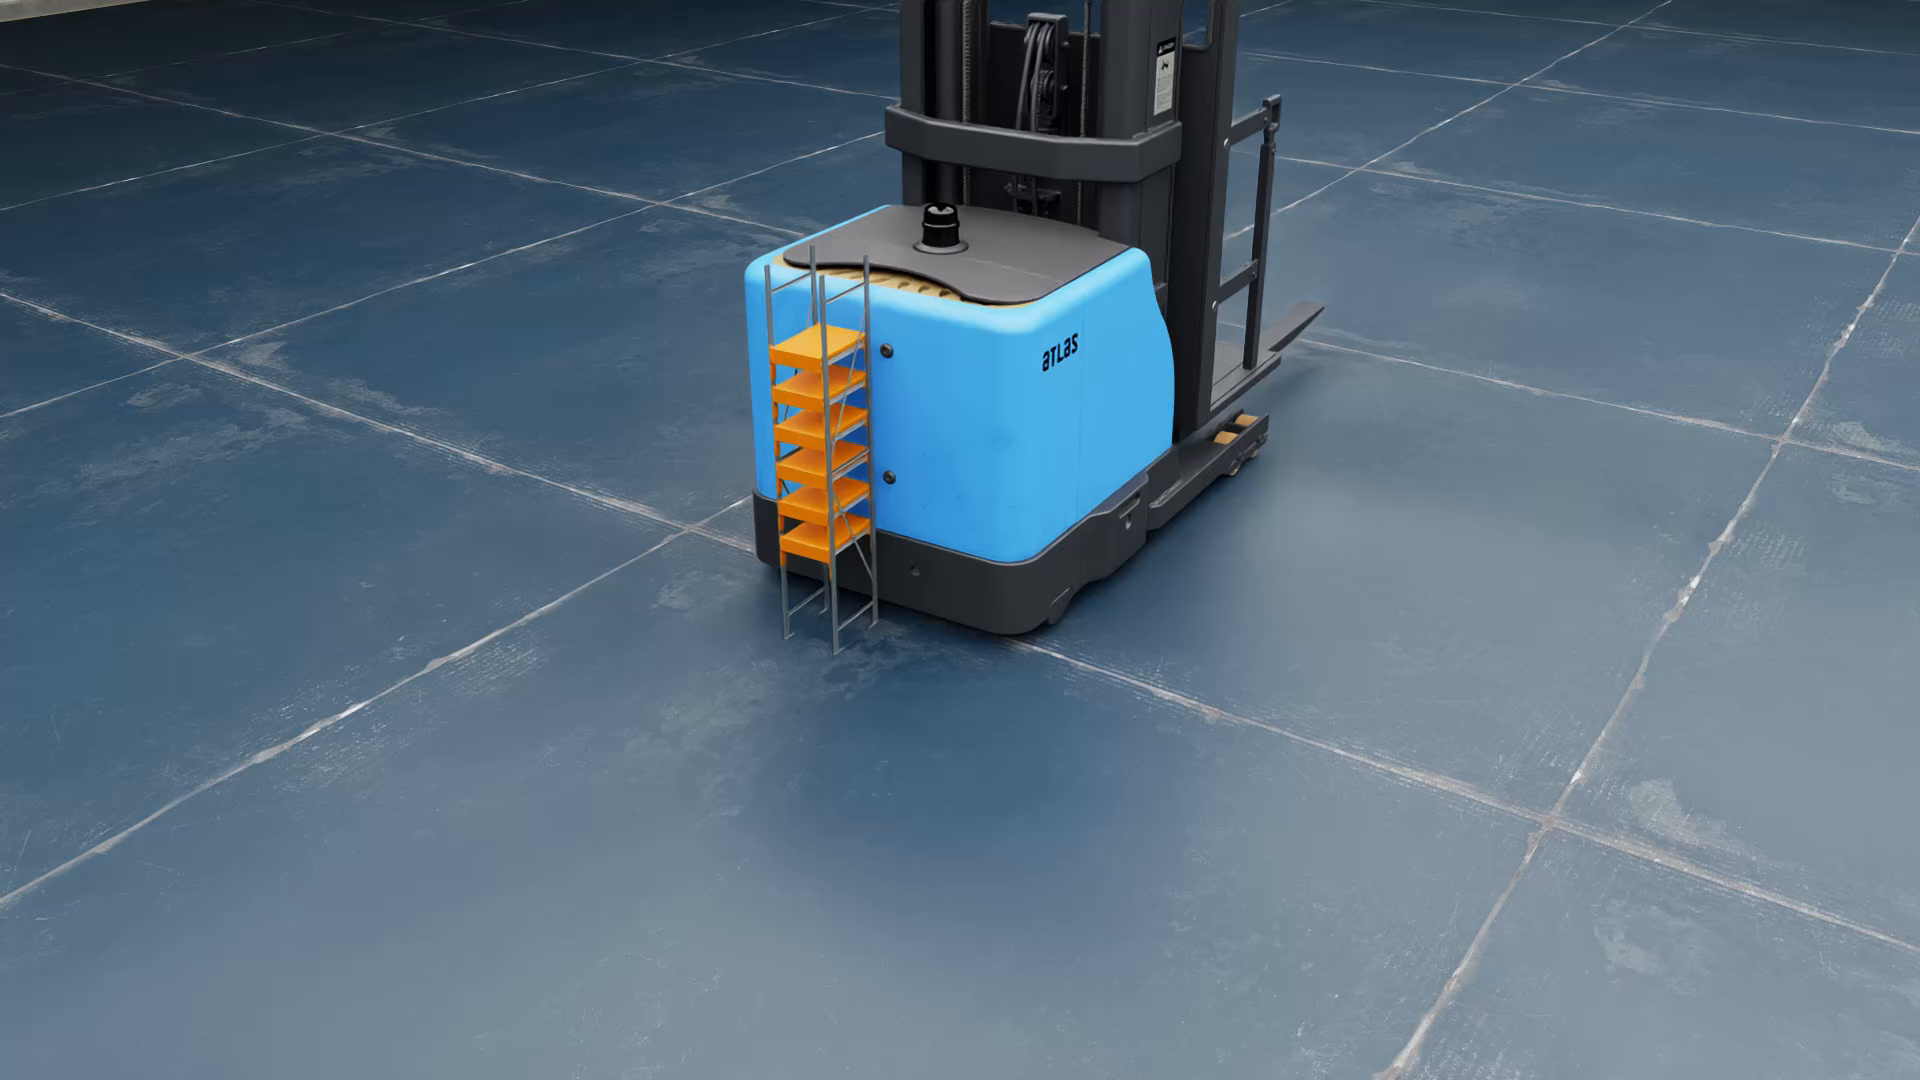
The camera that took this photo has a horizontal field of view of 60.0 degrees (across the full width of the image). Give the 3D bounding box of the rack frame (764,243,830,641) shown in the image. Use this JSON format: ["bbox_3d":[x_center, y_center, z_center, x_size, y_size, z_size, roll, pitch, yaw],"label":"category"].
[{"bbox_3d":[-0.479,-0.270,4.958,0.006,1.200,0.240,15,30,27],"label":"rack frame"}]

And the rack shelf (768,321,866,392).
[{"bbox_3d":[-0.400,-0.531,4.774,0.180,0.103,0.258,15,30,27],"label":"rack shelf"}]

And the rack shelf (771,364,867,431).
[{"bbox_3d":[-0.400,-0.424,4.828,0.180,0.103,0.258,15,30,27],"label":"rack shelf"}]

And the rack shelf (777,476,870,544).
[{"bbox_3d":[-0.400,-0.103,4.992,0.180,0.103,0.258,15,30,27],"label":"rack shelf"}]

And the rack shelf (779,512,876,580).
[{"bbox_3d":[-0.400,0.004,5.046,0.180,0.103,0.258,15,30,27],"label":"rack shelf"}]

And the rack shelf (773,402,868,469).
[{"bbox_3d":[-0.400,-0.317,4.883,0.180,0.103,0.258,15,30,27],"label":"rack shelf"}]

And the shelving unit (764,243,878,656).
[{"bbox_3d":[-0.400,-0.249,4.917,0.189,1.200,0.258,15,30,27],"label":"shelving unit"}]

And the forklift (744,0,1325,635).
[{"bbox_3d":[0.526,-1.646,5.753,1.130,2.935,3.031,16,31,28],"label":"forklift"}]

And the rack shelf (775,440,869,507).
[{"bbox_3d":[-0.400,-0.210,4.937,0.180,0.103,0.258,15,30,27],"label":"rack shelf"}]

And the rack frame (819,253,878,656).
[{"bbox_3d":[-0.321,-0.228,4.876,0.006,1.200,0.240,15,30,27],"label":"rack frame"}]
